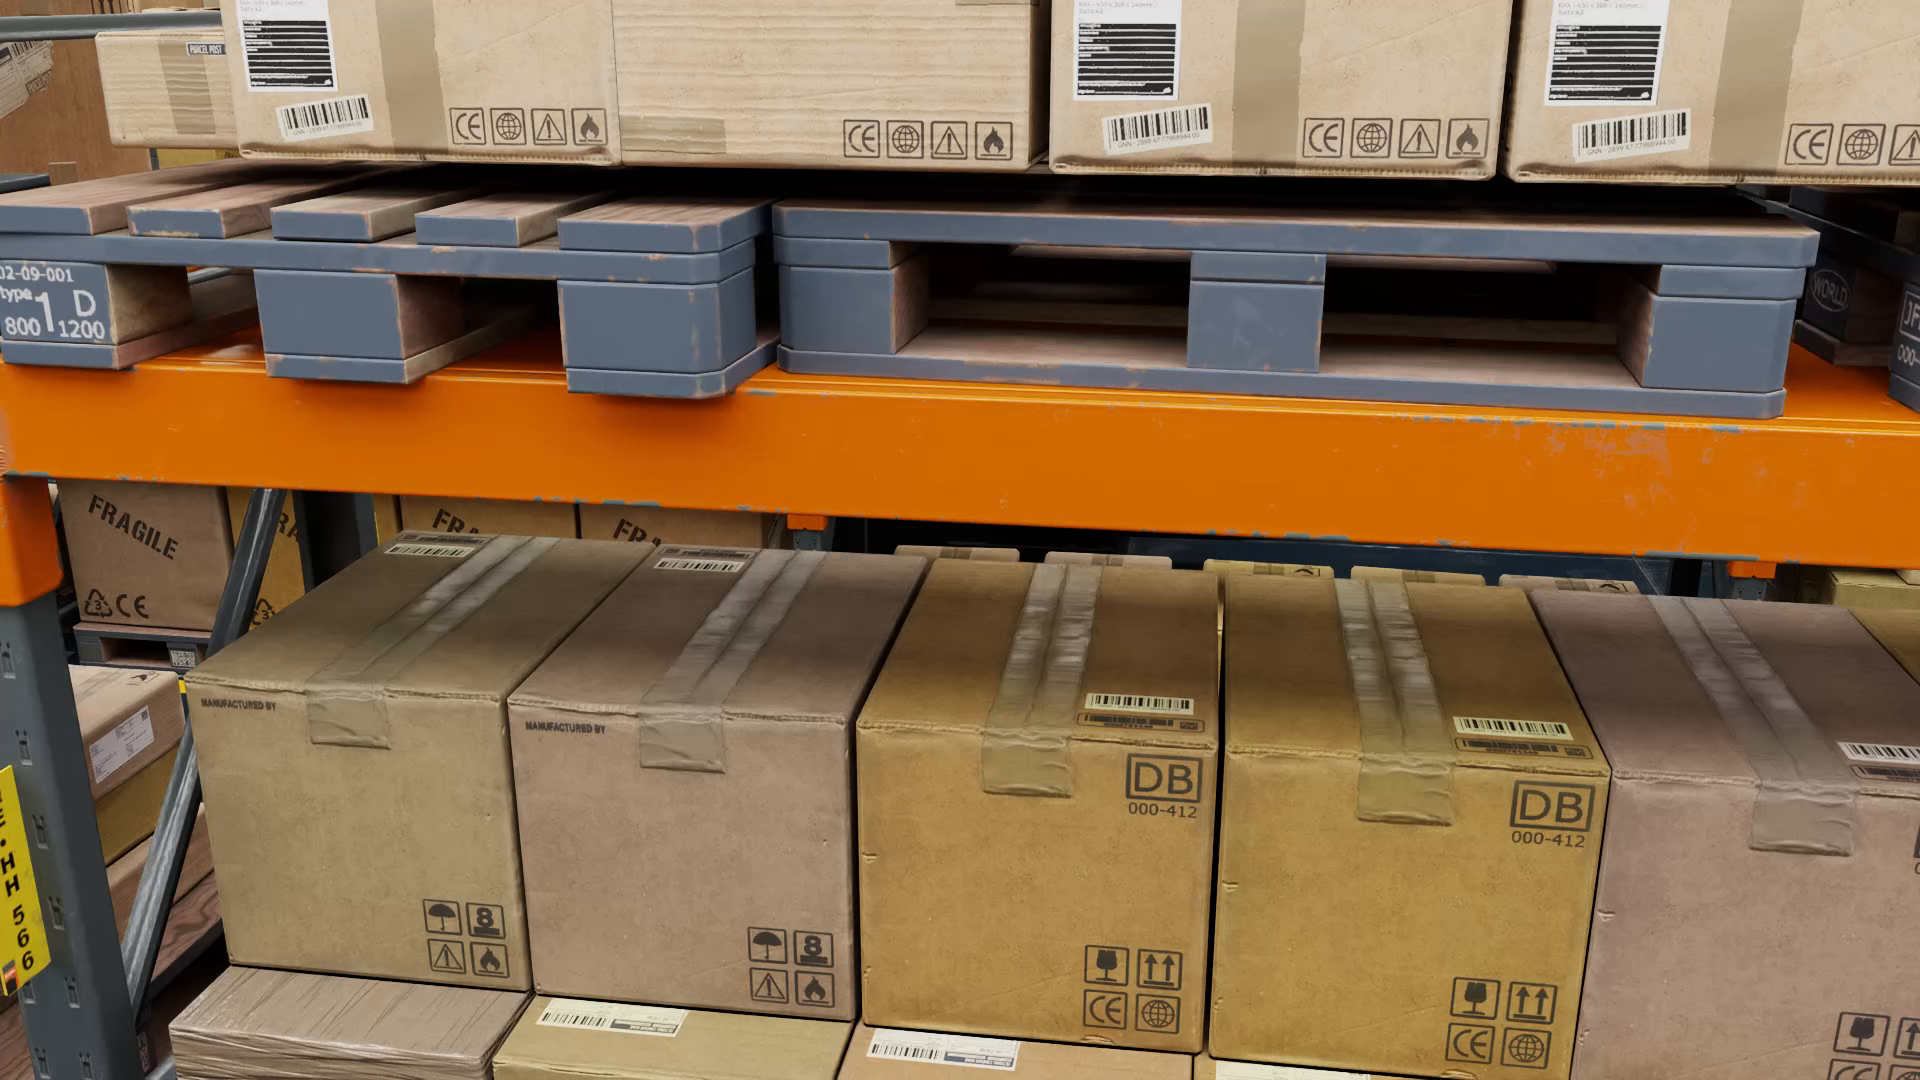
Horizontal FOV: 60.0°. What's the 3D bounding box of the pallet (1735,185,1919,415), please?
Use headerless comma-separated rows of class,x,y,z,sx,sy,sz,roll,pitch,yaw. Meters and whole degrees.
pallet,1.740,-0.328,2.129,1.217,0.209,0.805,2,19,6

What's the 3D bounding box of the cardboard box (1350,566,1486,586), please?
cardboard box,2.110,0.465,7.665,0.625,0.372,0.950,4,19,12

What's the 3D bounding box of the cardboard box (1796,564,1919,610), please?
cardboard box,3.878,0.342,7.042,0.500,0.500,0.500,4,19,11

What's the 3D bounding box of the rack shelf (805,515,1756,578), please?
rack shelf,1.364,-0.281,7.548,4.000,0.370,1.077,3,19,9

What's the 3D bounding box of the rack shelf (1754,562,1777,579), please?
rack shelf,5.313,-0.079,6.946,4.000,0.370,1.077,3,19,9

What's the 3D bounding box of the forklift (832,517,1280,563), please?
forklift,0.618,-1.366,9.768,3.031,2.935,1.130,2,19,6

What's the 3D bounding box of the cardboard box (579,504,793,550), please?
cardboard box,-1.280,0.025,8.187,0.875,0.875,0.875,3,19,8

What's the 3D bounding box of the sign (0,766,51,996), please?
sign,-1.373,0.492,2.404,0.005,0.325,0.100,3,19,9

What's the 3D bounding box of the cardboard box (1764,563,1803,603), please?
cardboard box,3.965,0.174,7.546,0.500,0.500,0.500,3,19,8

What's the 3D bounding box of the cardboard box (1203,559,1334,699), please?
cardboard box,1.423,0.431,7.768,0.625,0.372,0.950,4,19,10

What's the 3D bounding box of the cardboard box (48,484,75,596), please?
cardboard box,-5.163,0.027,8.871,0.875,0.438,0.875,3,19,8

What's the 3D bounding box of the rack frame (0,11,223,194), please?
rack frame,-1.296,-2.011,2.133,0.127,3.000,1.000,3,19,9

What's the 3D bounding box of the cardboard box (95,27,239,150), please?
cardboard box,-0.992,-0.650,2.366,0.250,0.149,0.380,2,19,6

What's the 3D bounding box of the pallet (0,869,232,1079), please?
pallet,-2.017,0.922,3.123,1.003,0.211,1.213,3,19,9

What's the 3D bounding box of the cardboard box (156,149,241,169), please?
cardboard box,-5.840,-2.923,12.898,0.500,0.500,0.500,3,19,10

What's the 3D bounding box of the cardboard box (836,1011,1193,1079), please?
cardboard box,0.104,0.943,2.598,0.500,0.500,0.500,3,19,9

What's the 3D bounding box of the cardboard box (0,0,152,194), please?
cardboard box,-1.818,-0.749,2.928,0.500,0.500,0.500,3,19,9

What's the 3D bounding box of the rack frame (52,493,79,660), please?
rack frame,-4.560,-0.924,8.336,0.127,3.000,1.000,3,19,9

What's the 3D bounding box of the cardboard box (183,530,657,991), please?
cardboard box,-0.855,0.338,2.833,0.500,0.500,0.700,3,19,8

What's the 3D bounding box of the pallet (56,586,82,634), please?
pallet,-5.299,0.336,8.967,1.213,0.211,1.003,3,19,9

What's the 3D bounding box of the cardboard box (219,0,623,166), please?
cardboard box,-0.617,-0.688,2.226,0.500,0.311,0.500,3,19,9

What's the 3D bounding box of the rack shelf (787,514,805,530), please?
rack shelf,-2.586,-0.482,8.150,4.000,0.370,1.077,3,19,9

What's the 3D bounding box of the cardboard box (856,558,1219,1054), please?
cardboard box,0.152,0.388,2.683,0.500,0.500,0.700,3,19,8

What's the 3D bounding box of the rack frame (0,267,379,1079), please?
rack frame,-1.296,0.833,3.085,0.127,3.000,1.000,3,19,9

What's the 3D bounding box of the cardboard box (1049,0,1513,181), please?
cardboard box,0.385,-0.637,2.073,0.500,0.311,0.500,3,19,8

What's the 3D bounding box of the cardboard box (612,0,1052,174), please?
cardboard box,-0.122,-0.634,2.160,0.500,0.250,0.500,3,19,10

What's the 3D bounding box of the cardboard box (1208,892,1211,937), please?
cardboard box,0.683,0.800,3.028,0.500,0.500,0.500,3,19,10

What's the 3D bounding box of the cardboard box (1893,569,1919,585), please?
cardboard box,3.992,0.060,6.864,0.250,0.149,0.380,3,19,9

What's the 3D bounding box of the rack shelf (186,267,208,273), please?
rack shelf,-3.271,-0.349,3.024,4.000,0.370,1.077,3,19,9

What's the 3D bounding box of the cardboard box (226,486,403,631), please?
cardboard box,-3.042,-0.066,8.460,0.875,0.875,0.875,3,19,10

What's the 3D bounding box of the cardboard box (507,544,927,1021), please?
cardboard box,-0.355,0.363,2.759,0.500,0.500,0.700,3,19,8

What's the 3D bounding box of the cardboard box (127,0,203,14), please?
cardboard box,-3.736,-2.458,7.374,0.500,0.500,0.500,3,19,8

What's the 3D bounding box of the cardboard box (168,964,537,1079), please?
cardboard box,-0.896,0.893,2.749,0.500,0.500,0.500,3,19,9

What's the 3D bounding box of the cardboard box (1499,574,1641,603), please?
cardboard box,2.820,0.500,7.560,0.625,0.372,0.950,3,19,9

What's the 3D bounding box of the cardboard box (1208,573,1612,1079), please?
cardboard box,0.656,0.413,2.607,0.500,0.500,0.700,3,19,8

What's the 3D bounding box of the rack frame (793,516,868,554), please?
rack frame,-0.611,-0.722,7.735,0.127,3.000,1.000,3,19,9

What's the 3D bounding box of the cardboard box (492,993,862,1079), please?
cardboard box,-0.394,0.918,2.675,0.500,0.500,0.500,3,19,8

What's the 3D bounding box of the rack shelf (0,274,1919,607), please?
rack shelf,0.678,-0.147,2.422,4.000,0.370,1.077,3,19,9

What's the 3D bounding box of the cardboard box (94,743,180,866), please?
cardboard box,-1.742,0.525,3.271,0.250,0.149,0.380,4,19,11

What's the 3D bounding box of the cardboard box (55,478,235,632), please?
cardboard box,-3.936,-0.109,8.589,0.875,0.875,0.875,4,19,10

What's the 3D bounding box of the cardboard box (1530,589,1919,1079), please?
cardboard box,1.155,0.439,2.530,0.500,0.500,0.700,3,19,9

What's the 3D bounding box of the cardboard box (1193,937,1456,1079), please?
cardboard box,0.596,0.969,2.521,0.500,0.500,0.500,3,19,8

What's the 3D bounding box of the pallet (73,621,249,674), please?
pallet,-3.787,0.414,8.733,1.213,0.211,1.003,3,19,9

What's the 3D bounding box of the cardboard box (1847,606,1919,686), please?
cardboard box,1.654,0.465,2.453,0.500,0.500,0.700,3,19,8

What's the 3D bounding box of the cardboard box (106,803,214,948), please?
cardboard box,-1.706,0.668,3.314,0.250,0.149,0.380,3,19,8

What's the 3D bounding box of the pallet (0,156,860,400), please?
pallet,-0.652,-0.484,2.592,1.003,0.211,1.213,4,19,11

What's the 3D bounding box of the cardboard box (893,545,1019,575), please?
cardboard box,-0.055,0.356,7.991,0.625,0.372,0.950,2,19,5

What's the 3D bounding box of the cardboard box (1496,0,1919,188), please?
cardboard box,0.887,-0.611,1.996,0.500,0.311,0.500,2,19,7

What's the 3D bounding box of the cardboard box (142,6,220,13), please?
cardboard box,-3.367,-2.261,7.313,0.250,0.166,0.380,2,19,5

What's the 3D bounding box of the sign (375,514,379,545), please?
sign,-1.212,0.110,3.421,0.005,0.325,0.100,3,19,9

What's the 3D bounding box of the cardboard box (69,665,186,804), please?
cardboard box,-1.726,0.387,3.215,0.250,0.149,0.380,3,19,9

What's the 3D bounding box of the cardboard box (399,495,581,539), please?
cardboard box,-2.160,-0.021,8.325,0.875,0.875,0.875,3,19,9

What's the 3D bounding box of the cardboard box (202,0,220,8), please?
cardboard box,-3.657,-2.525,7.872,0.500,0.311,0.500,3,19,9

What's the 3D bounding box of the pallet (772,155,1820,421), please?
pallet,0.452,-0.428,2.426,1.213,0.211,1.003,4,19,11

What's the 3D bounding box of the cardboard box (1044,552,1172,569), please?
cardboard box,0.675,0.391,7.887,0.625,0.372,0.950,3,19,8

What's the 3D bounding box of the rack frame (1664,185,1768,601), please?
rack frame,3.338,-0.521,7.133,0.127,3.000,1.000,3,19,9
